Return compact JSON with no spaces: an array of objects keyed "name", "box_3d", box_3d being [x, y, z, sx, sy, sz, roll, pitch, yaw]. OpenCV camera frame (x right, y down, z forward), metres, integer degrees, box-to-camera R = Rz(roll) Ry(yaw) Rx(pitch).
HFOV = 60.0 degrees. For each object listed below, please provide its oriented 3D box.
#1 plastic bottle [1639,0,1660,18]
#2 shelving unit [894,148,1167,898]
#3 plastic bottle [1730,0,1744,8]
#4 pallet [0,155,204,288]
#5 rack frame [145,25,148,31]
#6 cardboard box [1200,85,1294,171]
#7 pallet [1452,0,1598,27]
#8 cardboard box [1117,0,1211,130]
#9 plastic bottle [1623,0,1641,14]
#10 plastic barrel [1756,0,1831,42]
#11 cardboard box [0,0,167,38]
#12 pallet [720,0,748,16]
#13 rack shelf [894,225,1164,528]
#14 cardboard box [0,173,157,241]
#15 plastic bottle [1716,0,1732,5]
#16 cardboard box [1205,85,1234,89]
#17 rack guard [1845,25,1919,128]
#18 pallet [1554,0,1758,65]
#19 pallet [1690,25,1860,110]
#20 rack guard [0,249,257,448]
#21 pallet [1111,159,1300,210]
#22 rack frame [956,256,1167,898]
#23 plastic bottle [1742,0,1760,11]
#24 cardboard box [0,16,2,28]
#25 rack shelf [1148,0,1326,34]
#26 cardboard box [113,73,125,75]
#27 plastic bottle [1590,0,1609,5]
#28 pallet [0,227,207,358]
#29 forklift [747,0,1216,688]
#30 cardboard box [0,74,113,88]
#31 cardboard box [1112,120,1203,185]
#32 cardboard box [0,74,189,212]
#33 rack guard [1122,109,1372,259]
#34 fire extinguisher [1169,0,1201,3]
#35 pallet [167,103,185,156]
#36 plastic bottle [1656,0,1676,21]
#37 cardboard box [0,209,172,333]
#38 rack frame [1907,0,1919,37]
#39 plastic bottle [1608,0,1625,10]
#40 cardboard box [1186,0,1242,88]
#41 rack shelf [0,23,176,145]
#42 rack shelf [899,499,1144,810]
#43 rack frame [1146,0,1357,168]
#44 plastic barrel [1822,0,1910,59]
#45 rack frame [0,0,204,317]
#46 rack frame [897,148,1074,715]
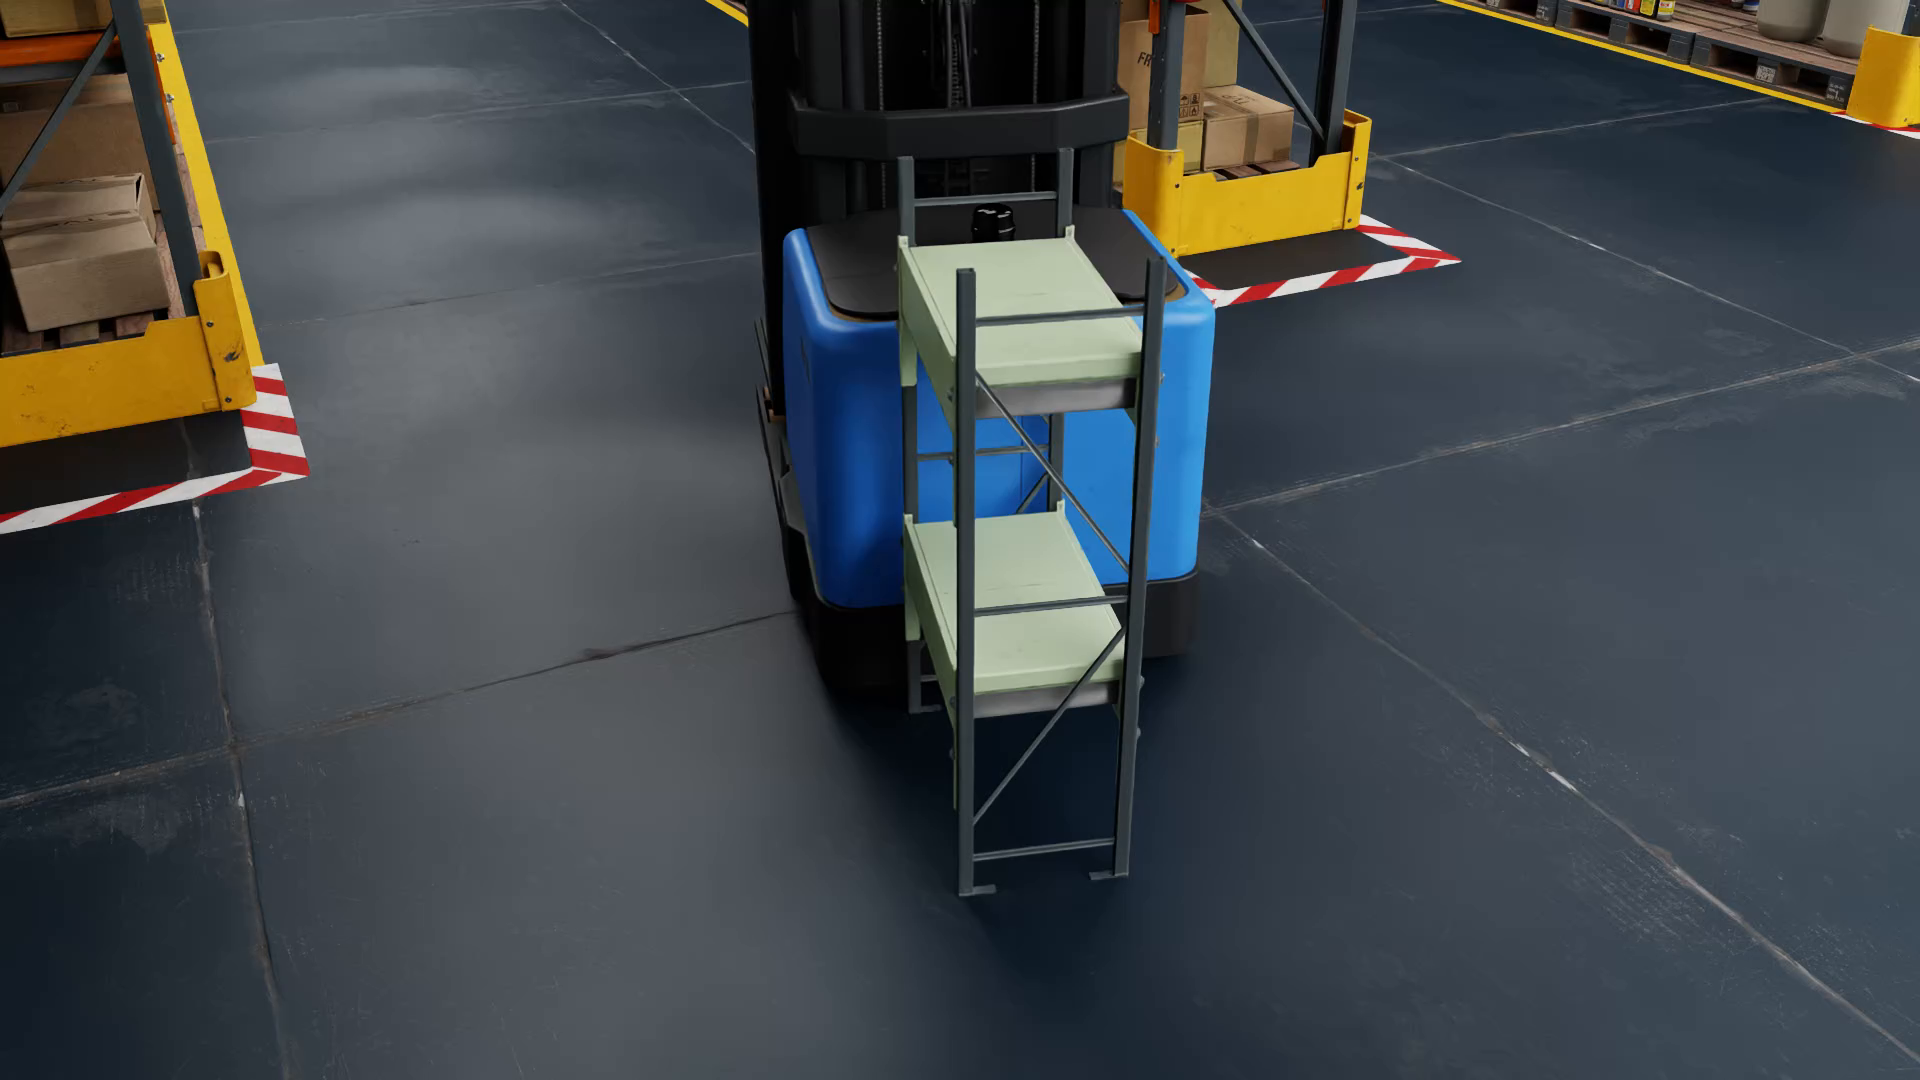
[{"name":"plastic bottle","box_3d":[4.539,-3.579,10.893,0.061,0.283,0.133,-12,32,-21]},{"name":"shelving unit","box_3d":[0.125,-0.036,3.781,0.431,1.500,0.755,-5,30,-9]},{"name":"plastic bottle","box_3d":[5.249,-3.688,11.172,0.097,0.201,0.097,0,29,0]},{"name":"pallet","box_3d":[-4.027,-1.447,7.614,1.003,0.211,1.213,-13,32,-22]},{"name":"rack frame","box_3d":[-4.875,-3.492,8.410,1.000,3.000,0.127,-13,32,-22]},{"name":"cardboard box","box_3d":[1.285,-2.034,8.193,0.500,0.250,0.500,-13,32,-22]},{"name":"pallet","box_3d":[4.324,-4.050,12.257,1.003,0.211,1.213,-13,32,-22]},{"name":"cardboard box","box_3d":[0.816,-2.252,7.814,0.500,0.500,0.500,-13,32,-22]},{"name":"plastic bottle","box_3d":[4.522,-3.645,11.019,0.152,0.276,0.135,-13,32,-22]},{"name":"plastic barrel","box_3d":[5.223,-3.399,10.359,0.421,0.512,0.421,0,29,0]},{"name":"cardboard box","box_3d":[-3.080,-1.950,5.794,0.500,0.250,0.500,-14,32,-23]},{"name":"pallet","box_3d":[-1.282,-4.174,12.478,1.003,0.211,1.213,-13,32,-22]},{"name":"rack shelf","box_3d":[0.125,-0.377,3.591,0.431,0.370,0.720,-5,30,-9]},{"name":"cardboard box","box_3d":[-3.618,-1.320,6.837,0.500,0.311,0.500,-10,31,-18]},{"name":"plastic bottle","box_3d":[5.212,-3.782,11.256,0.061,0.283,0.133,-13,32,-21]},{"name":"cardboard box","box_3d":[1.067,-2.254,8.585,0.500,0.250,0.500,-13,32,-22]},{"name":"rack guard","box_3d":[5.715,-2.738,9.622,1.175,0.500,0.348,-13,32,-22]},{"name":"pallet","box_3d":[4.851,-3.511,11.295,1.003,0.211,1.213,-13,32,-22]},{"name":"pallet","box_3d":[5.371,-2.972,10.335,1.003,0.211,1.213,-13,32,-22]},{"name":"rack guard","box_3d":[-3.190,-0.668,5.930,1.175,0.500,0.348,-13,32,-22]},{"name":"pallet","box_3d":[0.949,-1.879,8.386,1.003,0.211,1.213,-13,32,-22]},{"name":"rack frame","box_3d":[0.191,0.140,3.467,0.400,1.500,0.023,-5,30,-9]},{"name":"plastic bottle","box_3d":[5.293,-3.673,11.074,0.097,0.271,0.097,0,29,0]},{"name":"cardboard box","box_3d":[-3.533,-1.834,5.587,0.500,0.250,0.500,-13,32,-21]},{"name":"rack shelf","box_3d":[0.456,-3.336,8.869,1.077,0.370,4.000,-13,32,-22]},{"name":"cardboard box","box_3d":[-5.206,-2.915,9.488,0.700,0.500,0.500,-12,31,-20]},{"name":"plastic bottle","box_3d":[4.388,-3.811,11.239,0.144,0.351,0.185,-12,31,-20]},{"name":"pallet","box_3d":[-3.507,-0.908,6.654,1.003,0.211,1.213,-13,32,-22]},{"name":"forklift","box_3d":[-0.117,-1.590,5.088,1.130,2.935,3.031,-5,30,-9]},{"name":"cardboard box","box_3d":[-4.393,-2.143,8.111,0.500,0.500,0.500,-16,33,-26]},{"name":"cardboard box","box_3d":[0.818,-1.925,7.999,0.500,0.250,0.500,-13,32,-22]},{"name":"cardboard box","box_3d":[-3.888,-1.737,7.387,0.700,0.500,0.500,-15,33,-25]},{"name":"rack guard","box_3d":[1.325,-1.666,7.710,1.175,0.500,0.348,-13,32,-22]},{"name":"fire extinguisher","box_3d":[0.946,-2.583,6.869,0.296,0.674,0.183,-13,32,-22]},{"name":"pallet","box_3d":[-4.555,-1.986,8.576,1.003,0.211,1.213,-13,32,-22]},{"name":"plastic bottle","box_3d":[4.606,-3.496,10.828,0.097,0.201,0.097,0,29,0]},{"name":"cardboard box","box_3d":[-3.373,-1.069,6.388,0.500,0.311,0.500,-17,33,-28]},{"name":"rack frame","box_3d":[5.790,-3.805,8.969,1.000,3.000,0.127,-13,32,-22]},{"name":"plastic bottle","box_3d":[4.463,-3.707,11.128,0.152,0.276,0.135,-14,32,-23]},{"name":"cardboard box","box_3d":[1.069,-2.582,8.402,0.500,0.500,0.500,-13,32,-22]},{"name":"rack shelf","box_3d":[-4.016,-2.295,7.011,1.077,0.370,4.000,-13,32,-22]},{"name":"rack shelf","box_3d":[0.125,0.248,3.941,0.431,0.370,0.720,-5,30,-9]},{"name":"rack frame","box_3d":[1.315,-2.767,7.117,1.000,3.000,0.127,-13,32,-22]},{"name":"plastic barrel","box_3d":[5.438,-3.178,9.964,0.421,0.512,0.421,0,29,0]},{"name":"rack frame","box_3d":[-3.158,-1.725,5.259,1.000,3.000,0.127,-13,32,-22]},{"name":"rack frame","box_3d":[0.058,-0.212,4.095,0.400,1.500,0.023,-5,30,-9]}]
